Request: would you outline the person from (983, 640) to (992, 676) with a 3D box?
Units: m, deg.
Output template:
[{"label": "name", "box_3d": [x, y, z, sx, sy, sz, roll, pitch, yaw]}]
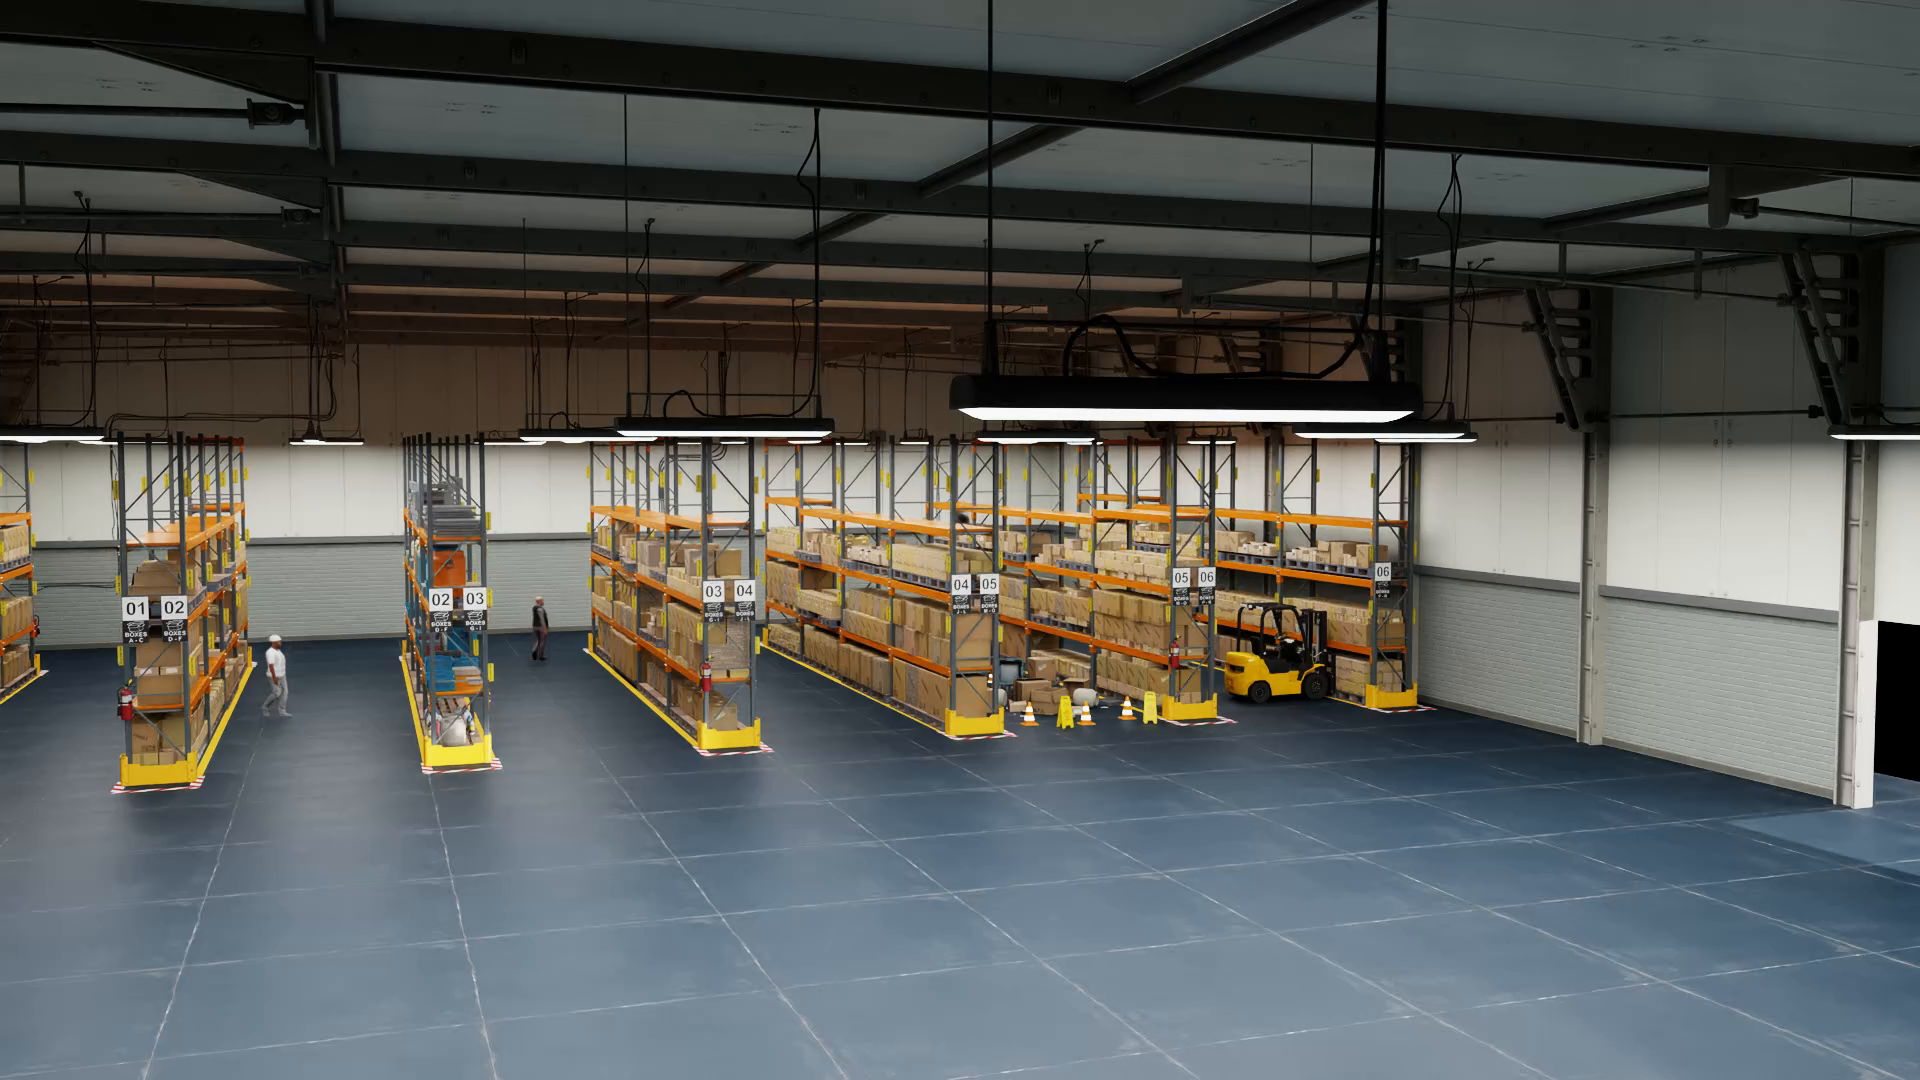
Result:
[{"label": "person", "box_3d": [0.658, 2.595, 41.608, 0.475, 1.661, 0.744, -2, 4, -31]}]

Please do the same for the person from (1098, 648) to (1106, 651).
[{"label": "person", "box_3d": [3.906, 2.261, 46.751, 0.486, 1.677, 0.717, -3, 4, -39]}]

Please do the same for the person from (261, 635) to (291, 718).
[{"label": "person", "box_3d": [-14.557, 2.895, 35.404, 0.625, 1.755, 0.608, 0, 3, 8]}]

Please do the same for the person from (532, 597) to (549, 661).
[{"label": "person", "box_3d": [-11.267, 2.376, 44.642, 0.538, 1.721, 0.460, 2, 4, 27]}]
